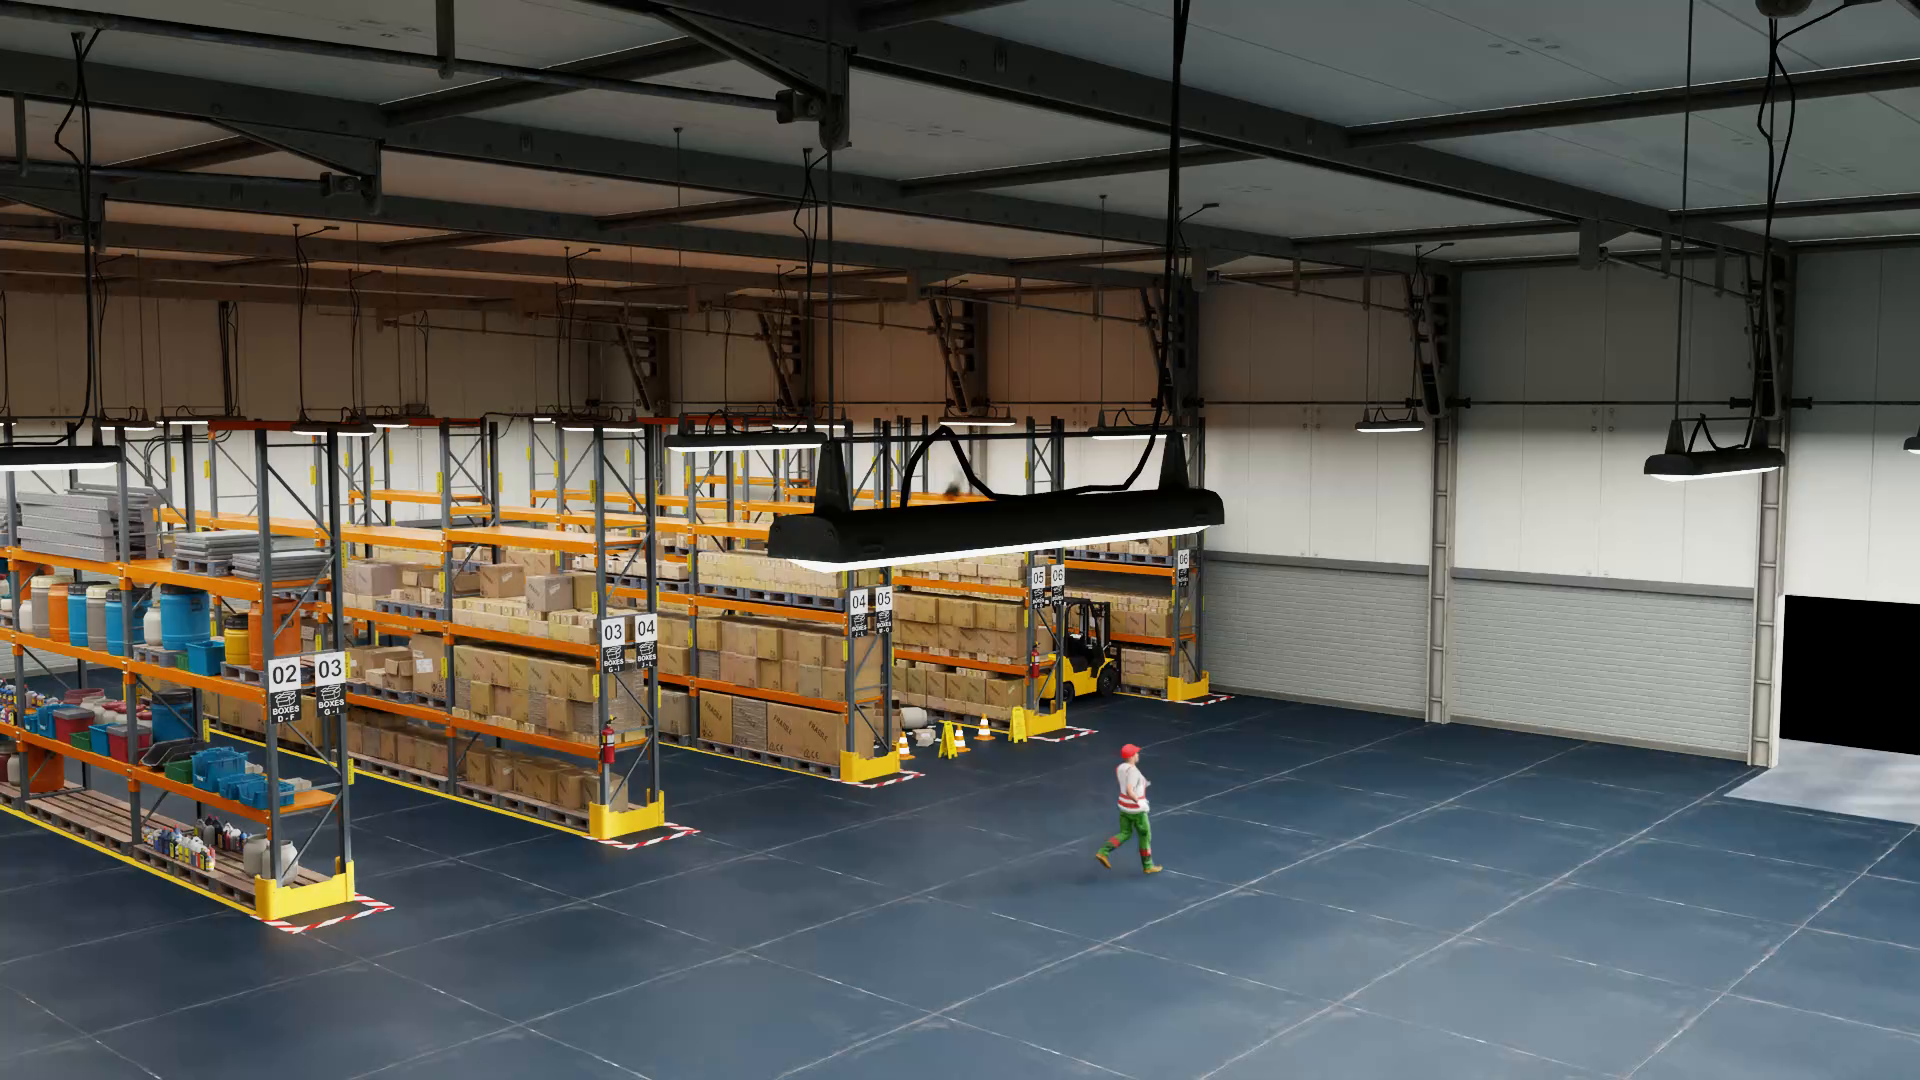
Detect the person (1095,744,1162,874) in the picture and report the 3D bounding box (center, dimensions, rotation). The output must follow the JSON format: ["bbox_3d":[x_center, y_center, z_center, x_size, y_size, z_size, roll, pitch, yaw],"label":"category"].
[{"bbox_3d":[2.274,3.590,22.176,0.967,1.768,0.667,-2,5,-24],"label":"person"}]

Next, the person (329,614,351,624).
[{"bbox_3d":[-14.689,2.246,39.270,0.669,1.638,0.779,4,6,43],"label":"person"}]

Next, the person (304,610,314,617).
[{"bbox_3d":[-14.725,2.377,37.425,0.759,1.722,0.612,-1,5,-7],"label":"person"}]

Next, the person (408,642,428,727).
[{"bbox_3d":[-10.422,2.814,31.776,0.945,1.762,0.709,3,6,32],"label":"person"}]

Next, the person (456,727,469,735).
[{"bbox_3d":[-9.071,2.945,30.391,0.624,1.747,0.689,4,6,42],"label":"person"}]
